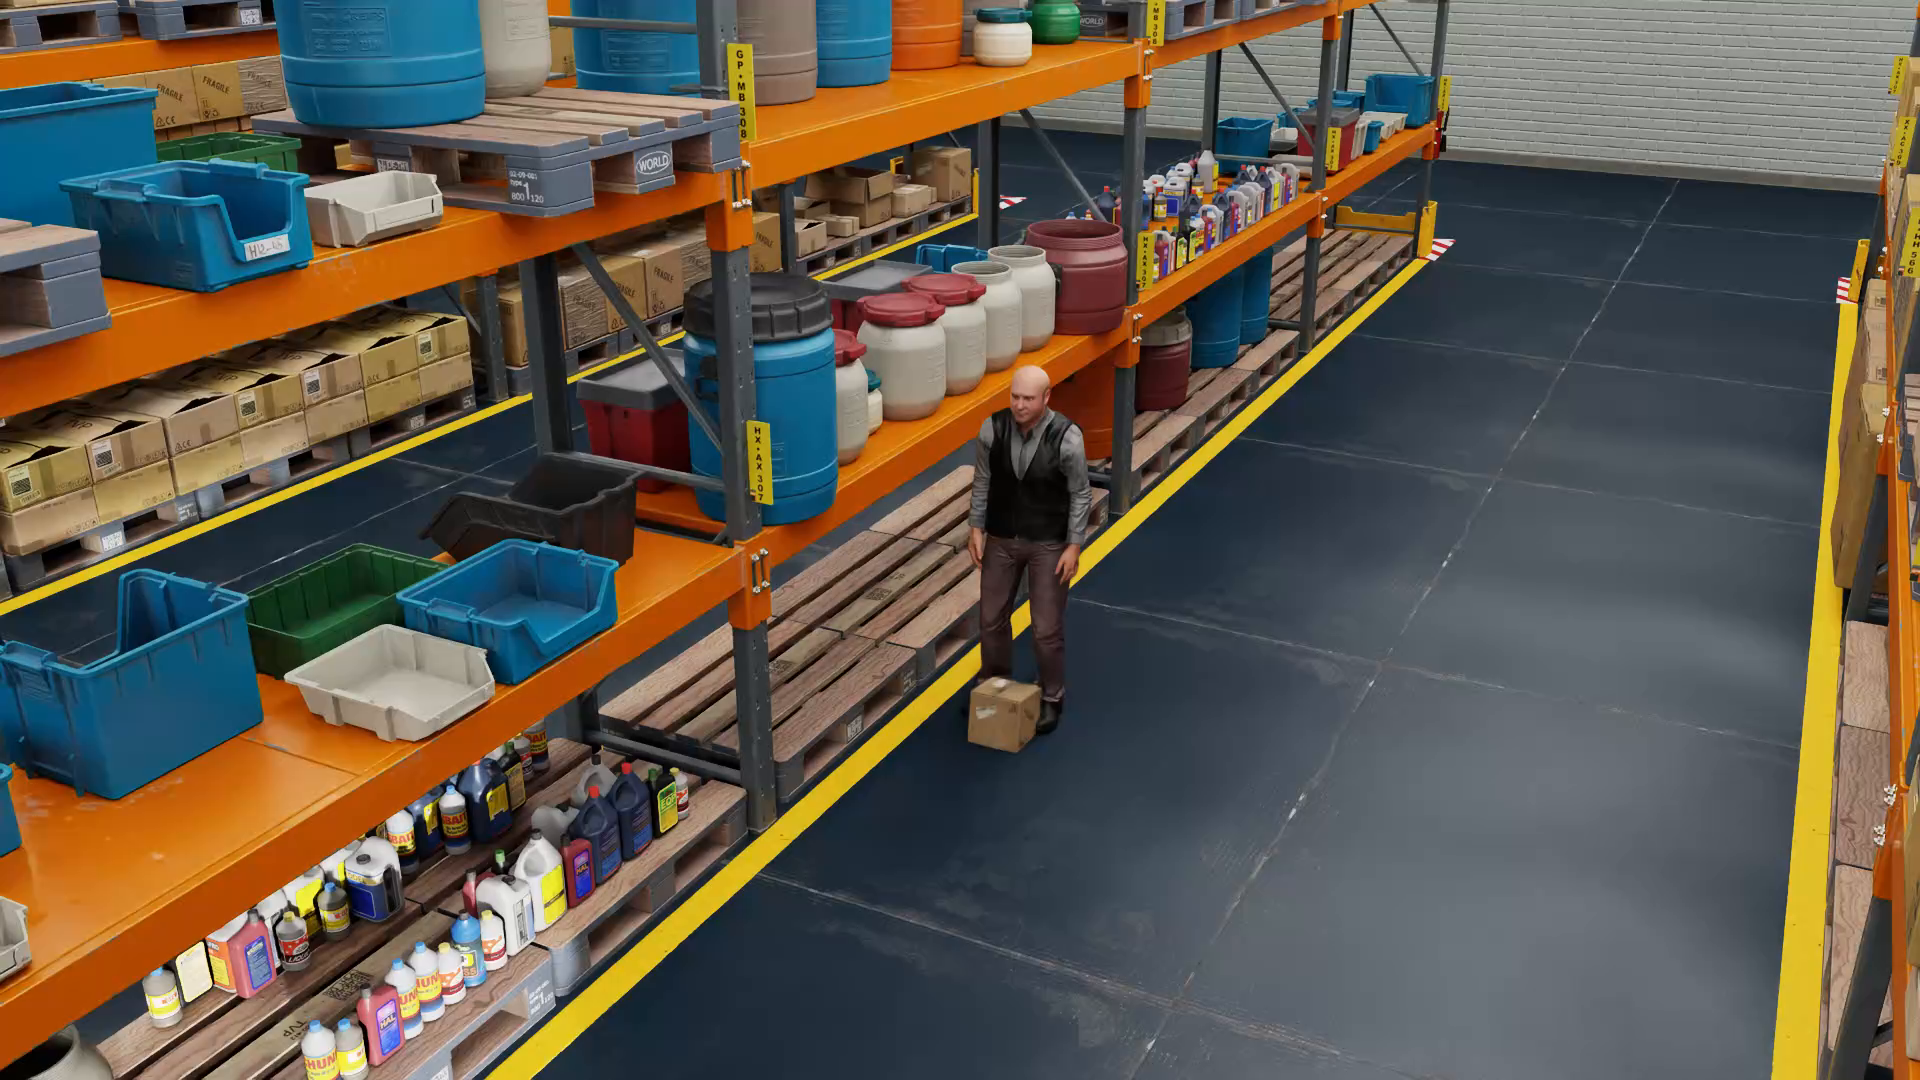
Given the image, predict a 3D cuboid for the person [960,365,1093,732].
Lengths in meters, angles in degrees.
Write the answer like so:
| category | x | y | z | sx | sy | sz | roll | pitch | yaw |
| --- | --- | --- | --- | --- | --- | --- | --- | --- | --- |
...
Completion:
| category | x | y | z | sx | sy | sz | roll | pitch | yaw |
| --- | --- | --- | --- | --- | --- | --- | --- | --- | --- |
| person | 0.317 | 0.014 | 7.592 | 0.570 | 1.721 | 0.418 | 10 | 25 | 23 |
